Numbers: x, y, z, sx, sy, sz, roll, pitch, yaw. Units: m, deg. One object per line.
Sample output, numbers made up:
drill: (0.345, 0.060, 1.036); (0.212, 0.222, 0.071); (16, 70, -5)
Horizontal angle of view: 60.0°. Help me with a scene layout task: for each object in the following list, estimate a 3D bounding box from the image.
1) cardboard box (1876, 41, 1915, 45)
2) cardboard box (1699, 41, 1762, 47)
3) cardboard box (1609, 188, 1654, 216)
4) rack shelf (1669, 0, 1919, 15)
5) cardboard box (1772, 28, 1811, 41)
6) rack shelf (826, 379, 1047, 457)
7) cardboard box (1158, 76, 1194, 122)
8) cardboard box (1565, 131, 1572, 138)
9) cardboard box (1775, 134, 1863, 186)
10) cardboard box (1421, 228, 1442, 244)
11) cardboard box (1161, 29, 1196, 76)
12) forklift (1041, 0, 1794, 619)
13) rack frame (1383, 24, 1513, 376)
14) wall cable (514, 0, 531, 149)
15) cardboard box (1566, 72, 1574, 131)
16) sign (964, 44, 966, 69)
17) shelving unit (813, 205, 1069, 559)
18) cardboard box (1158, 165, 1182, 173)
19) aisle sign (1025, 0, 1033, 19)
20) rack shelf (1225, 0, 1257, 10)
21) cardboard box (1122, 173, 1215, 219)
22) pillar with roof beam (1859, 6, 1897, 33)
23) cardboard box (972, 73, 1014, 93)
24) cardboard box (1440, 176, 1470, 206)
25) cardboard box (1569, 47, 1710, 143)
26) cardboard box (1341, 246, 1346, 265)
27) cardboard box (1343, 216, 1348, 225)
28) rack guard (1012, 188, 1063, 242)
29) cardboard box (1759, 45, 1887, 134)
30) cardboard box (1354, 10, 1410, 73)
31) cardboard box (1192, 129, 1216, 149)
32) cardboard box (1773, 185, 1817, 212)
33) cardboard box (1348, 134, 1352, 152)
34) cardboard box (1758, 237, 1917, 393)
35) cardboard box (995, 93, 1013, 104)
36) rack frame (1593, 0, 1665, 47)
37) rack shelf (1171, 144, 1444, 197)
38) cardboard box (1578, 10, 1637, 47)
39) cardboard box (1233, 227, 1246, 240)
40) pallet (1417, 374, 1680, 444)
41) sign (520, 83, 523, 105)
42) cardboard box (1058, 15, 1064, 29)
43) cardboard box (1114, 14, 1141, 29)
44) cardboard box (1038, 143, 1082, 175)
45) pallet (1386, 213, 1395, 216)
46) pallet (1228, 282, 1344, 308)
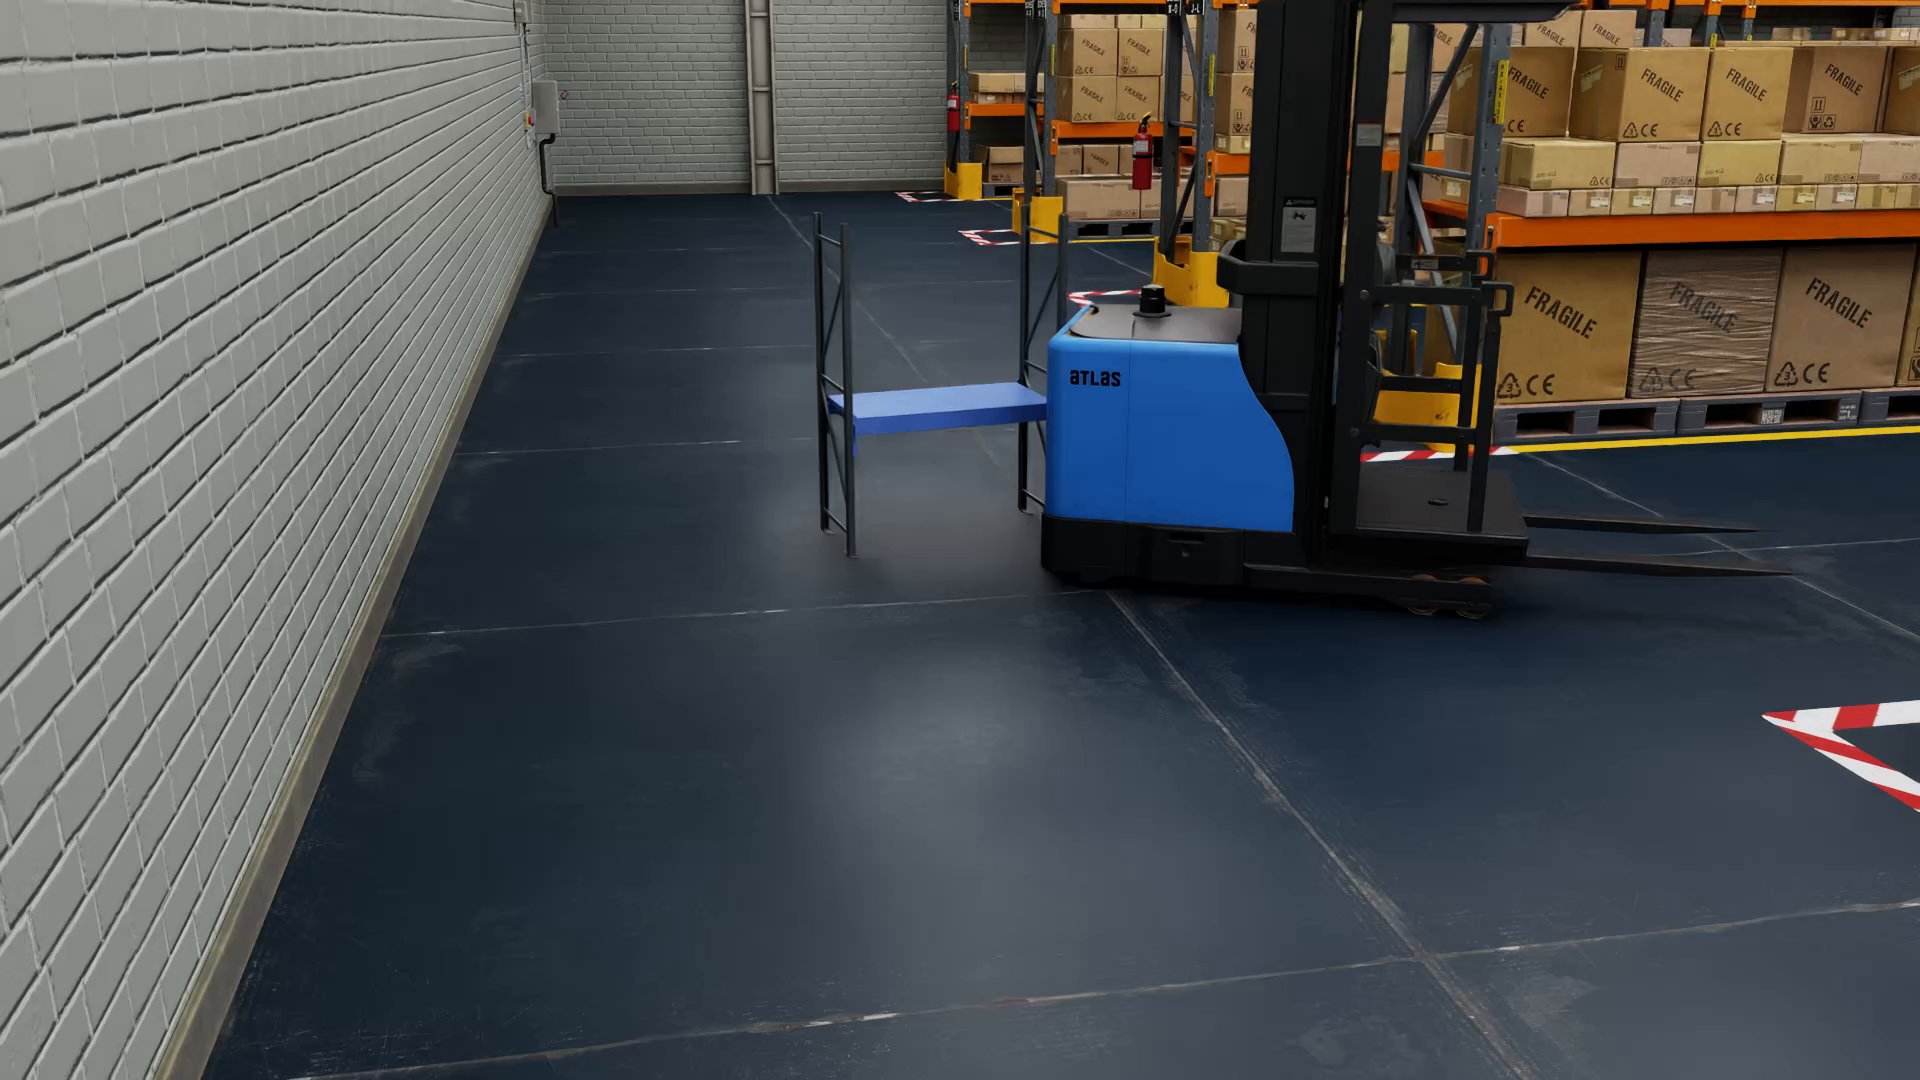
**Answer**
cardboard box: (11.288, -5.870, 20.424); (0.500, 0.500, 0.500); (-3, 17, -9)
cardboard box: (9.251, -5.753, 20.041); (0.500, 0.500, 0.500); (-4, 17, -12)
cardboard box: (3.705, -1.935, 9.431); (0.250, 0.149, 0.380); (-4, 17, -12)
rack shelf: (10.729, -6.605, 20.324); (4.000, 0.370, 1.077); (-3, 17, -10)
cardboard box: (10.318, -6.277, 20.643); (0.250, 0.149, 0.380); (-4, 18, -13)
rack shelf: (-0.091, -0.579, 7.754); (1.000, 0.185, 0.538); (-6, 18, -19)
cardboard box: (2.431, -5.009, 18.842); (0.500, 0.500, 0.500); (-3, 17, -11)
cardboard box: (3.714, -2.303, 9.951); (0.500, 0.250, 0.500); (-4, 17, -11)
cardboard box: (4.828, -2.209, 9.644); (0.500, 0.250, 0.500); (-4, 17, -12)
cardboard box: (4.045, -2.711, 14.656); (0.250, 0.149, 0.380); (-3, 17, -10)
cardboard box: (2.446, -5.490, 18.705); (0.500, 0.500, 0.500); (-3, 17, -11)
forklift: (1.924, -1.251, 6.894); (3.031, 2.935, 1.130); (4, 17, 12)
rack frame: (2.791, -2.101, 9.544); (0.127, 3.000, 1.000); (-3, 17, -10)
wall cable: (-4.621, -5.138, 17.647); (0.123, 1.953, 0.585); (-3, 17, -10)
cardboard box: (4.945, -3.813, 14.439); (0.500, 0.500, 0.500); (-4, 17, -12)
sign: (0.068, -6.646, 22.867); (0.005, 0.325, 0.100); (-3, 17, -10)
shelving unit: (-0.091, -0.751, 7.701); (1.048, 1.500, 0.538); (-6, 18, -19)
cardboard box: (3.051, -5.370, 24.127); (0.258, 0.266, 0.396); (-3, 17, -8)
aisle sign: (0.781, -6.286, 18.742); (0.004, 0.787, 0.394); (-3, 17, -10)
rack shelf: (5.856, -7.813, 24.257); (4.000, 0.370, 1.077); (-3, 17, -10)
cardboard box: (2.437, -4.053, 19.548); (0.875, 0.438, 0.875); (-3, 17, -9)
pillar with roof beam: (15.637, -9.128, 22.204); (0.400, 9.000, 9.100); (-3, 17, -10)
cardboard box: (0.462, -6.407, 23.311); (0.500, 0.250, 0.500); (-3, 17, -10)
cardboard box: (3.078, -2.096, 9.955); (0.250, 0.149, 0.380); (-3, 17, -9)
cardboard box: (3.804, -2.507, 9.337); (0.500, 0.500, 0.500); (-4, 17, -12)
cardboard box: (3.288, -2.493, 14.454); (0.250, 0.149, 0.380); (-3, 17, -9)
cardboard box: (3.428, -2.837, 15.068); (0.250, 0.149, 0.380); (-3, 17, -8)
rack guard: (0.887, -3.762, 19.208); (0.348, 0.500, 1.175); (-3, 17, -10)
cardboard box: (5.204, -2.745, 10.110); (0.500, 0.500, 0.500); (-4, 17, -12)
cardboard box: (3.449, -4.206, 14.016); (0.500, 0.500, 0.500); (-4, 17, -12)
cardboard box: (2.215, -3.516, 14.579); (0.250, 0.149, 0.380); (-3, 17, -10)
cardboard box: (4.712, -1.992, 9.616); (0.250, 0.149, 0.380); (-4, 17, -12)
cardboard box: (3.345, -3.428, 14.291); (0.250, 0.149, 0.380); (-3, 17, -11)
cardboard box: (5.171, -1.445, 10.312); (0.875, 0.875, 0.875); (-3, 17, -10)
cardboard box: (0.581, -6.235, 23.432); (0.250, 0.149, 0.380); (-3, 17, -9)
rack frame: (5.876, -3.760, 14.943); (0.127, 3.000, 1.000); (-3, 17, -10)
rack shelf: (3.913, -3.304, 14.686); (4.000, 0.370, 1.077); (-3, 17, -10)
cardboard box: (5.466, -4.323, 14.399); (0.500, 0.500, 0.500); (-4, 17, -12)
cardboard box: (2.528, -2.590, 14.264); (0.250, 0.149, 0.380); (-4, 18, -13)
pallet: (3.561, -0.835, 10.172); (1.213, 0.211, 1.003); (-3, 17, -10)
sign: (-4.672, -4.749, 17.705); (0.001, 0.218, 0.327); (-3, 17, -10)
cardboard box: (1.225, -5.872, 18.842); (0.250, 0.149, 0.380); (-3, 17, -10)
cardboard box: (1.832, -5.750, 18.447); (0.250, 0.149, 0.380); (-3, 17, -9)
cardboard box: (1.430, -5.438, 23.950); (0.500, 0.500, 0.700); (-3, 17, -8)
pallet: (5.581, -3.913, 20.191); (1.213, 0.211, 1.003); (-3, 17, -10)
pallet: (2.828, -2.243, 14.755); (1.213, 0.211, 1.003); (-3, 17, -10)
